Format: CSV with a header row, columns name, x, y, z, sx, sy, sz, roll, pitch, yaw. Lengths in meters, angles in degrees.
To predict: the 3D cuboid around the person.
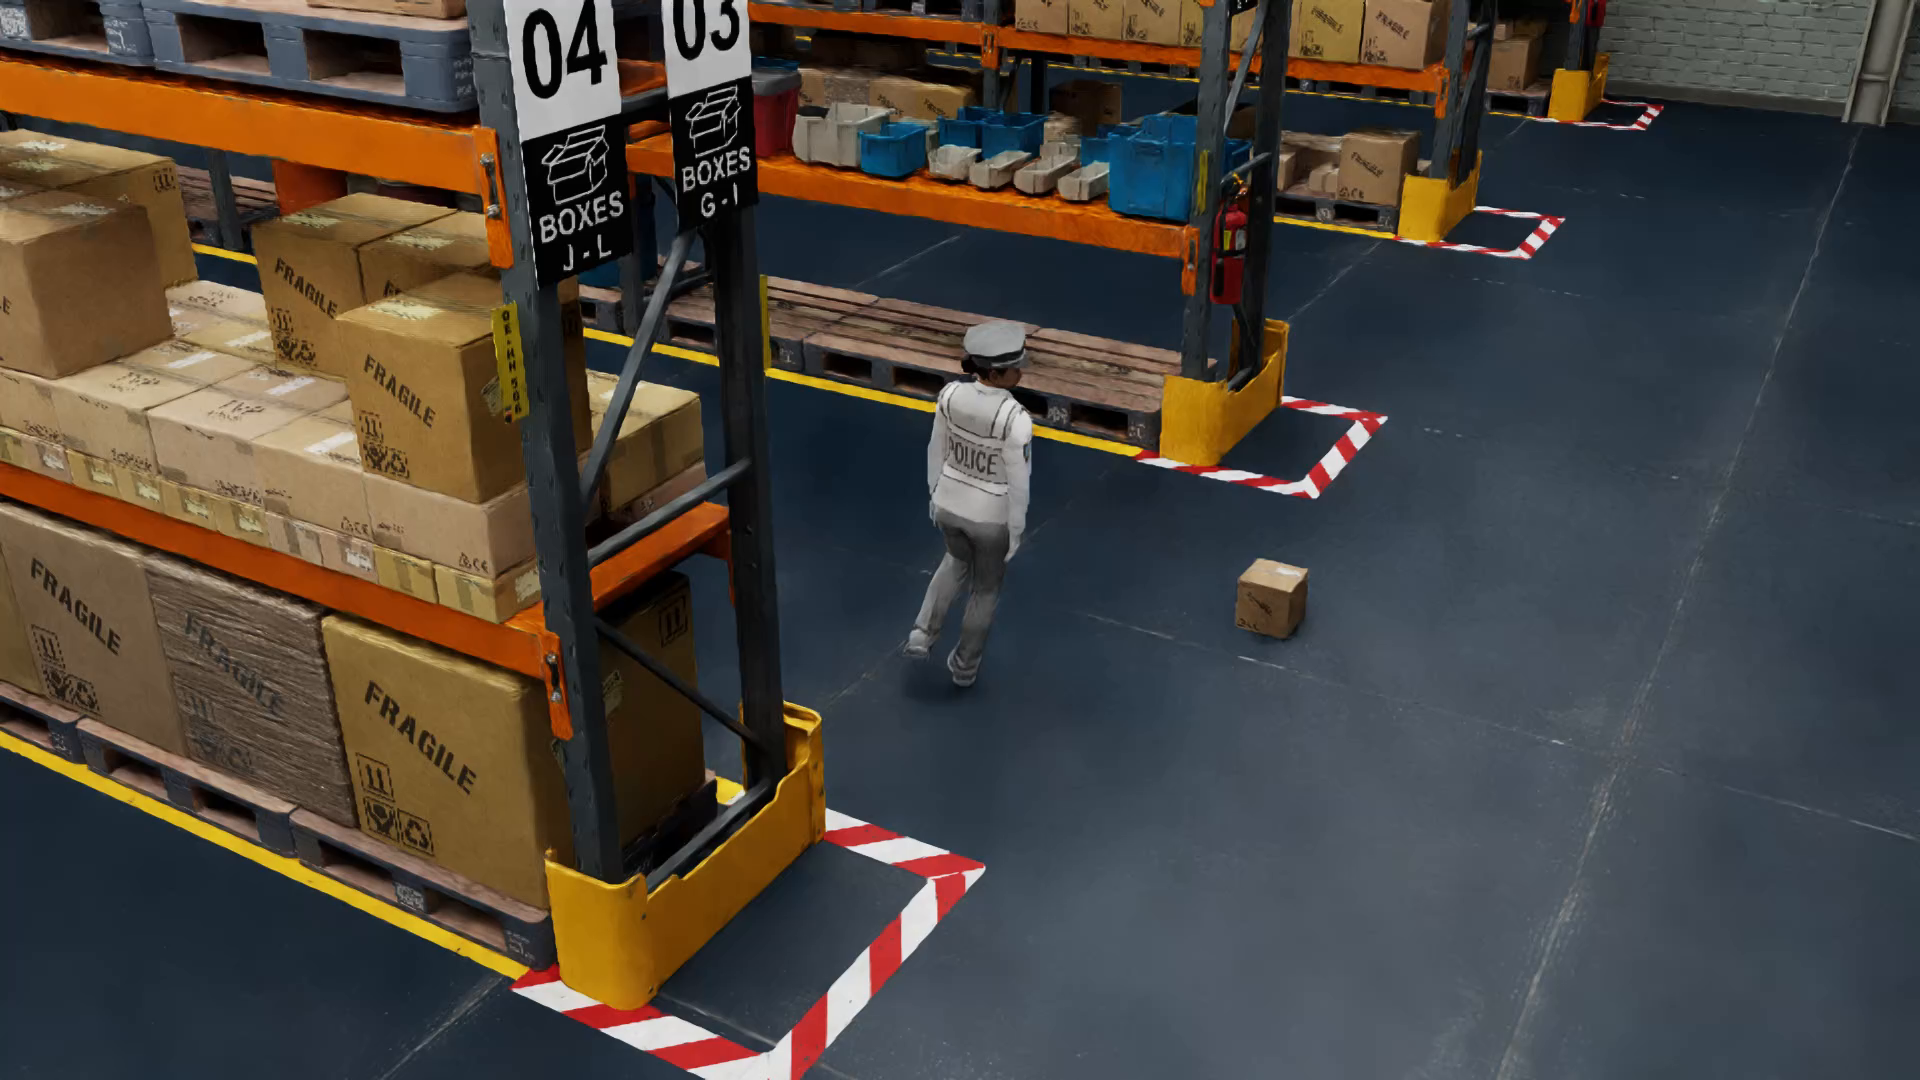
name,x,y,z,sx,sy,sz,roll,pitch,yaw
person,0.056,-0.119,6.872,0.626,1.655,0.407,15,30,27
